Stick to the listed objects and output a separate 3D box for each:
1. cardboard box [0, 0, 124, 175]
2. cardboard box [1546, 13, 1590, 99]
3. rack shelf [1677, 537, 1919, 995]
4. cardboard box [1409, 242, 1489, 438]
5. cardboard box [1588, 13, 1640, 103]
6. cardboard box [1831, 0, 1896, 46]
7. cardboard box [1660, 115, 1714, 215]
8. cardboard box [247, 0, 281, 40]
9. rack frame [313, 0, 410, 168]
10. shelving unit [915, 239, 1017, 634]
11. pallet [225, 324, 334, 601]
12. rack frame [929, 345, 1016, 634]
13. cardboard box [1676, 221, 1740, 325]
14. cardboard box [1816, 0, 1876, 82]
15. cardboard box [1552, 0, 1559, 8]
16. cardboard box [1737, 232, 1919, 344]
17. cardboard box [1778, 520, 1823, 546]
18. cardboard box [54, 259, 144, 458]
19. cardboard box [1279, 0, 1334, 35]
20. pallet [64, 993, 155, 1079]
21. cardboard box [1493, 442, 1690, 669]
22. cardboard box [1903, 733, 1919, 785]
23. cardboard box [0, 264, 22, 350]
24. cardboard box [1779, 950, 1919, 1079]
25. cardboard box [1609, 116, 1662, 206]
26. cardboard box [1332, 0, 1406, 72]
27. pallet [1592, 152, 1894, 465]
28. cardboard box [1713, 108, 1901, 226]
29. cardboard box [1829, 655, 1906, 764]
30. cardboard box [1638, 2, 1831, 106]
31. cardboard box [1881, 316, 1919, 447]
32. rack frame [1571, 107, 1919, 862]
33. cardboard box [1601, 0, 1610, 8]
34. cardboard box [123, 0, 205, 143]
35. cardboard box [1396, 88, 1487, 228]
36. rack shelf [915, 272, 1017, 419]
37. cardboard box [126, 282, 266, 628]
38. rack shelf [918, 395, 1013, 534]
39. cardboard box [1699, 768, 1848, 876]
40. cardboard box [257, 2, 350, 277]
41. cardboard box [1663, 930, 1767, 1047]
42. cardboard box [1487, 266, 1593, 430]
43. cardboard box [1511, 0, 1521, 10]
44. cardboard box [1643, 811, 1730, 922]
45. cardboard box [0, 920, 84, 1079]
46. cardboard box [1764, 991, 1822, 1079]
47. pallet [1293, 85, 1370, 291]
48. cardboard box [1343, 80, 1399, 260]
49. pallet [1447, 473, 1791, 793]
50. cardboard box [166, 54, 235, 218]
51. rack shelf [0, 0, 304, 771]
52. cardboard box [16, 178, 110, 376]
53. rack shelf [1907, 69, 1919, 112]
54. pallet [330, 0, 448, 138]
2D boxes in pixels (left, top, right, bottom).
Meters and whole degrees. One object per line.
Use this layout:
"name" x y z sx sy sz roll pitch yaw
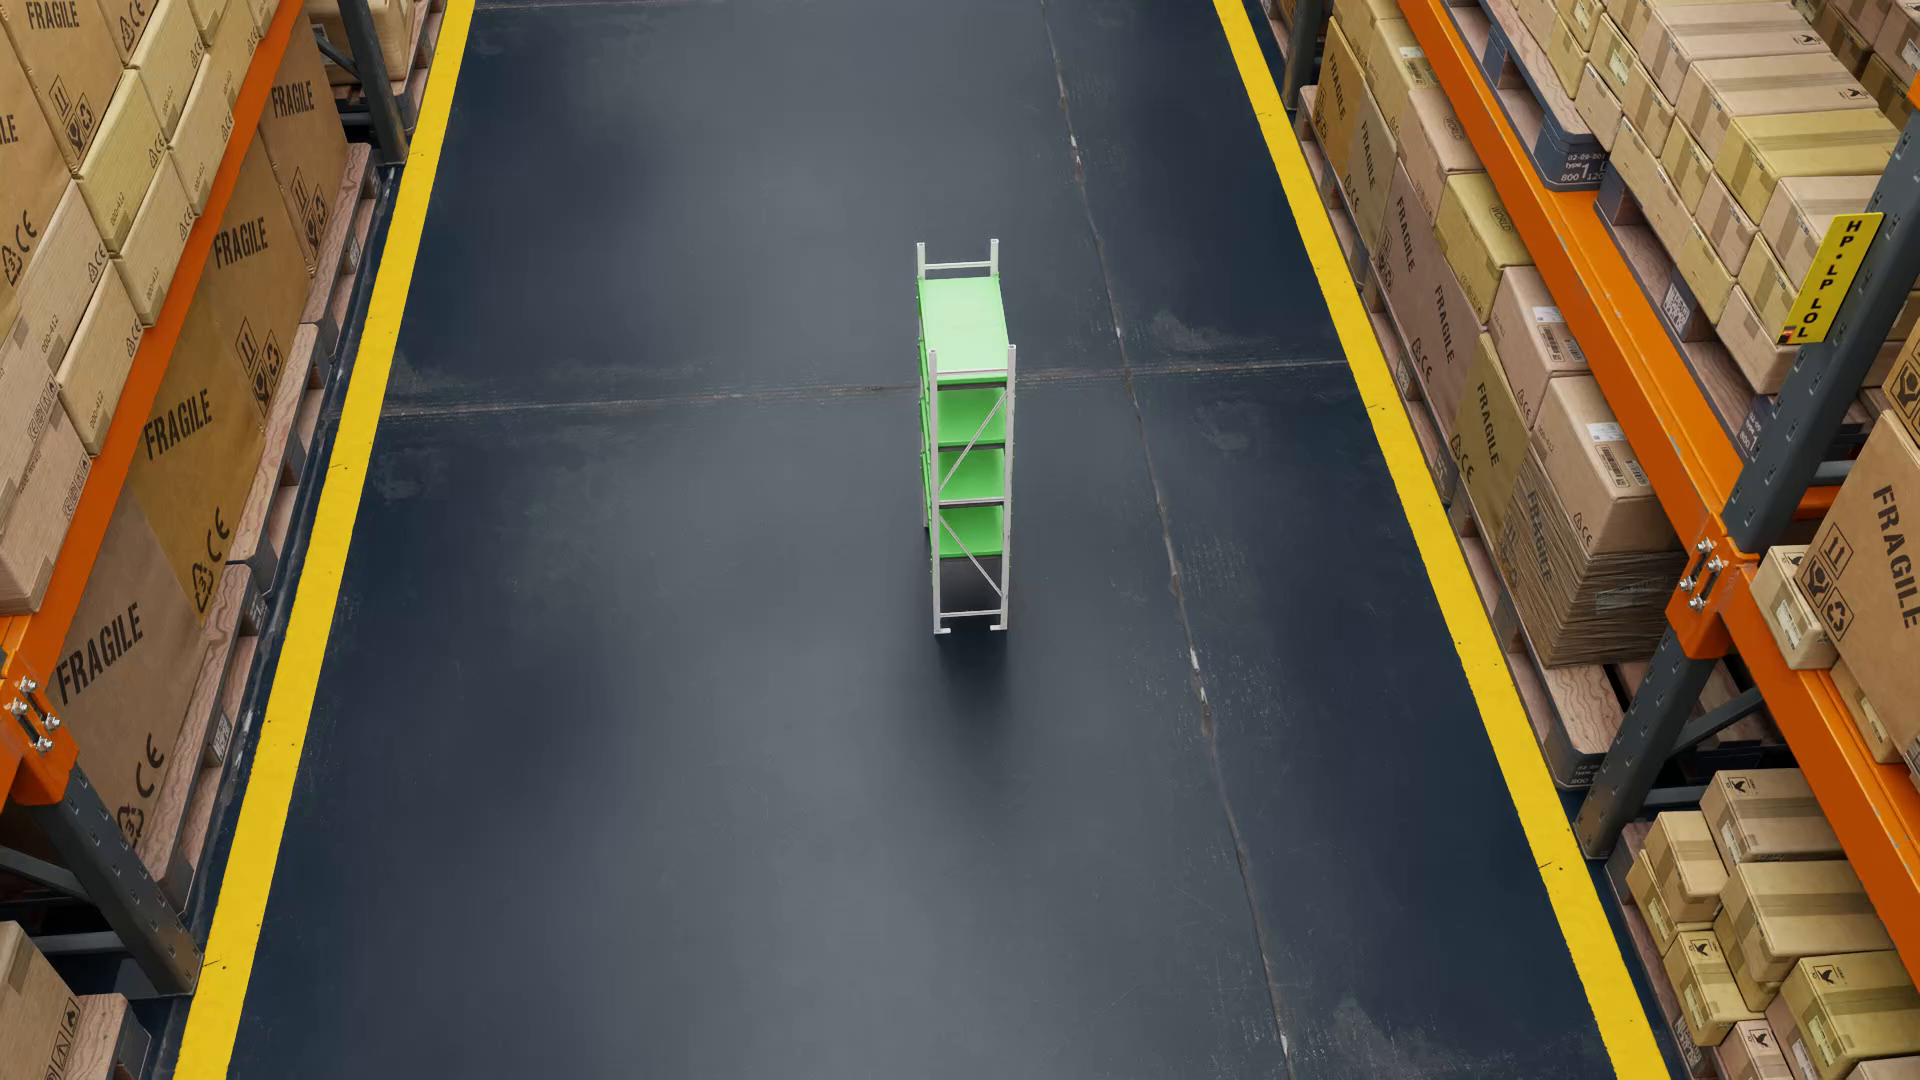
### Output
"cardboard box" -2.463 -1.236 4.097 0.500 0.500 0.500 -5 47 -4
"cardboard box" 1.978 -1.442 4.934 0.380 0.149 0.250 -2 47 -2
"rack shelf" 2.489 1.528 2.733 1.077 0.370 4.000 -3 47 -3
"cardboard box" 1.927 -0.714 5.793 0.500 0.500 0.500 -4 47 -4
"cardboard box" 2.002 -1.359 4.650 0.380 0.149 0.250 -6 47 -5
"cardboard box" 2.658 -1.495 4.574 0.380 0.149 0.250 -4 47 -4
"cardboard box" 2.050 -0.973 4.284 0.380 0.149 0.250 -2 47 -2
"cardboard box" -2.578 -1.916 5.602 0.500 0.250 0.500 -3 47 -3
"rack frame" -2.938 -2.687 6.229 1.000 3.000 0.127 -3 47 -3
"shelving unit" 0.014 -0.293 5.201 0.258 1.200 0.503 -3 47 -3
"pallet" -2.848 -0.272 5.862 1.003 0.211 1.213 -3 47 -3
"rack frame" 0.034 -0.116 5.034 0.240 1.200 0.015 -3 47 -3
"cardboard box" 2.068 -0.688 4.219 0.380 0.149 0.250 -3 47 -3
"cardboard box" 2.654 -1.397 4.686 0.380 0.149 0.250 -2 47 -2
"cardboard box" 1.962 -1.732 5.004 0.380 0.149 0.250 -2 47 -2
"cardboard box" 2.091 -0.603 3.934 0.380 0.149 0.250 -2 47 -2
"cardboard box" 2.523 -0.260 4.846 0.500 0.250 0.500 -5 47 -5
"cardboard box" -2.422 -0.450 4.213 0.500 0.250 0.500 -5 47 -4
"cardboard box" 2.025 -2.877 7.669 1.050 0.750 0.750 -4 47 -4
"pallet" -2.617 1.721 3.975 1.003 0.211 1.213 -3 47 -3
"cardboard box" 2.008 0.028 5.090 0.500 0.500 0.500 -4 47 -4
"cardboard box" 2.160 0.428 3.005 0.500 0.500 0.500 -3 47 -3
"cardboard box" -2.353 -0.507 3.406 0.500 0.500 0.500 -3 47 -3
"cardboard box" 2.178 1.109 3.898 0.380 0.149 0.250 -4 47 -4
"cardboard box" 2.029 -1.050 4.562 0.380 0.149 0.250 -6 47 -5
"cardboard box" 1.803 -2.090 6.579 0.500 0.250 0.500 -5 47 -5
"pallet" 2.402 -0.662 4.444 1.003 0.211 1.213 -3 47 -3
"cardboard box" 2.070 -0.902 4.012 0.380 0.149 0.250 -5 47 -4
"cardboard box" 2.114 0.327 3.547 0.380 0.149 0.250 -2 47 -2
"cardboard box" 2.028 -1.279 4.369 0.380 0.149 0.250 -4 47 -3
"cardboard box" 2.116 -0.306 3.011 0.500 0.500 0.500 -2 47 -2
"rack frame" 2.321 -0.167 3.842 1.000 3.000 0.127 -3 47 -3
"cardboard box" 1.985 -1.651 4.722 0.380 0.149 0.250 -5 47 -5
"cardboard box" -2.491 -1.356 4.728 0.500 0.250 0.500 -5 47 -4
"cardboard box" 1.874 -1.364 5.892 0.500 0.250 0.500 -3 47 -3
"rack shelf" 0.014 -0.579 4.899 0.258 0.148 0.480 -3 47 -3
"cardboard box" -2.818 -0.303 5.145 0.875 0.875 0.875 -2 47 -2
"rack shelf" 0.014 -0.249 5.247 0.258 0.148 0.480 -3 47 -3
"cardboard box" 2.144 0.727 4.260 0.380 0.149 0.250 -2 47 -2
"cardboard box" -2.963 -1.596 6.369 0.875 0.875 0.875 -4 47 -4
"cardboard box" 2.054 1.145 4.274 0.380 0.149 0.250 -2 47 -2
"cardboard box" 1.977 -0.606 5.173 0.500 0.250 0.500 -1 47 -1
"cardboard box" 1.936 -1.823 5.295 0.380 0.149 0.250 -3 47 -3
"cardboard box" 2.033 0.849 4.350 0.380 0.149 0.250 -2 47 -1
"cardboard box" -2.657 1.405 3.829 0.875 0.438 0.875 -4 47 -4
"cardboard box" 2.200 1.200 4.017 0.380 0.149 0.250 -4 47 -4
"pallet" 2.050 -1.536 7.060 1.003 0.211 1.213 -3 47 -3
"cardboard box" 1.837 -1.455 6.494 0.500 0.500 0.500 -3 47 -3
"pallet" 2.255 0.229 5.388 1.003 0.211 1.213 -3 47 -3
"cardboard box" -2.481 -1.184 4.908 0.500 0.250 0.500 -4 47 -4
"rack shelf" -2.770 -0.992 5.119 1.077 0.370 4.000 -3 47 -3
"cardboard box" -2.430 -0.624 4.034 0.500 0.250 0.500 -3 47 -3
"rack shelf" 2.154 -2.398 4.384 1.077 0.370 4.000 -3 47 -3
"pallet" -3.002 -2.293 7.776 1.003 0.211 1.213 -3 47 -3
